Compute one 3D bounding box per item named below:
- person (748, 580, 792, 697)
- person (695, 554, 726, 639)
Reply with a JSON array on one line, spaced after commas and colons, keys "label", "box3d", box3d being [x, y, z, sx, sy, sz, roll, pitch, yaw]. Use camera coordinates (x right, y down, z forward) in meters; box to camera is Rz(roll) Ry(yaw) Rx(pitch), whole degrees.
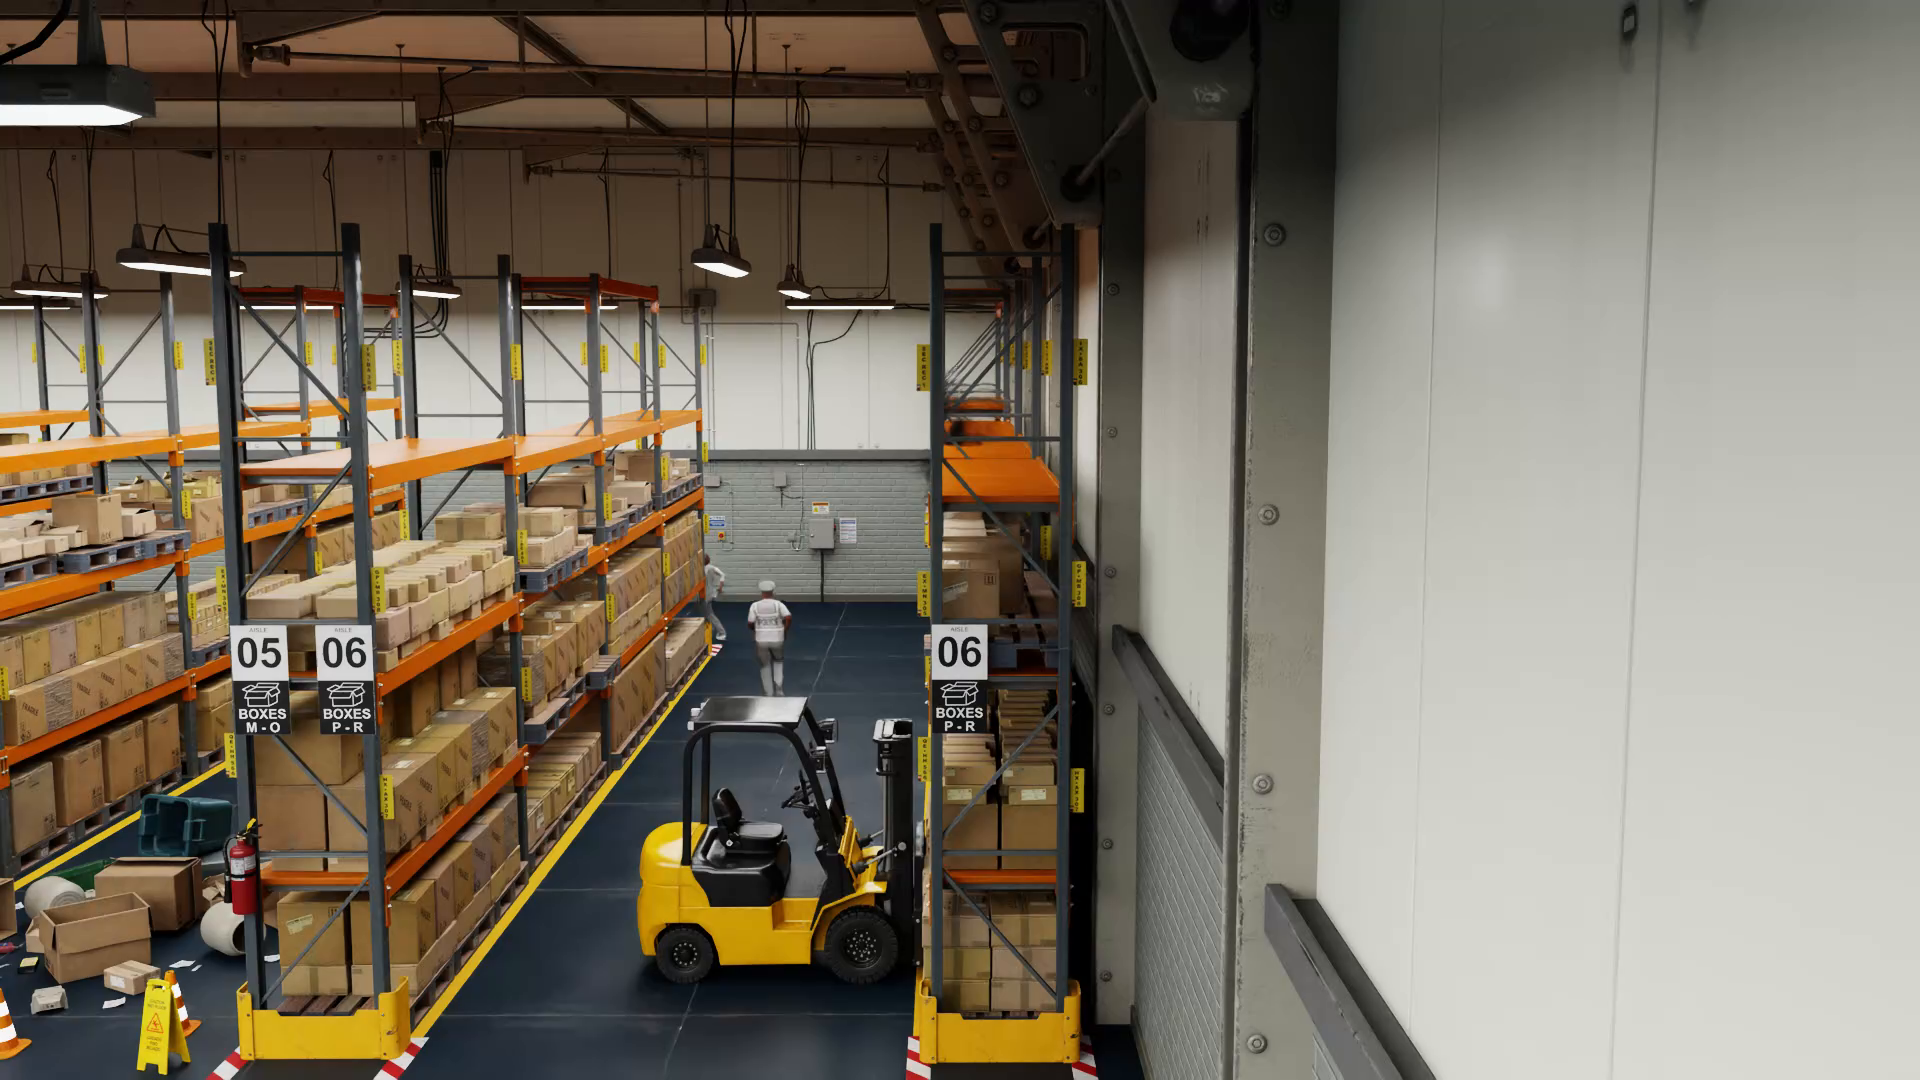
[{"label": "person", "box3d": [-2.778, 1.472, 24.279, 0.634, 1.783, 0.673, -1, 7, -10]}, {"label": "person", "box3d": [-4.441, 0.983, 29.146, 0.634, 1.541, 0.529, 4, 8, 29]}]
